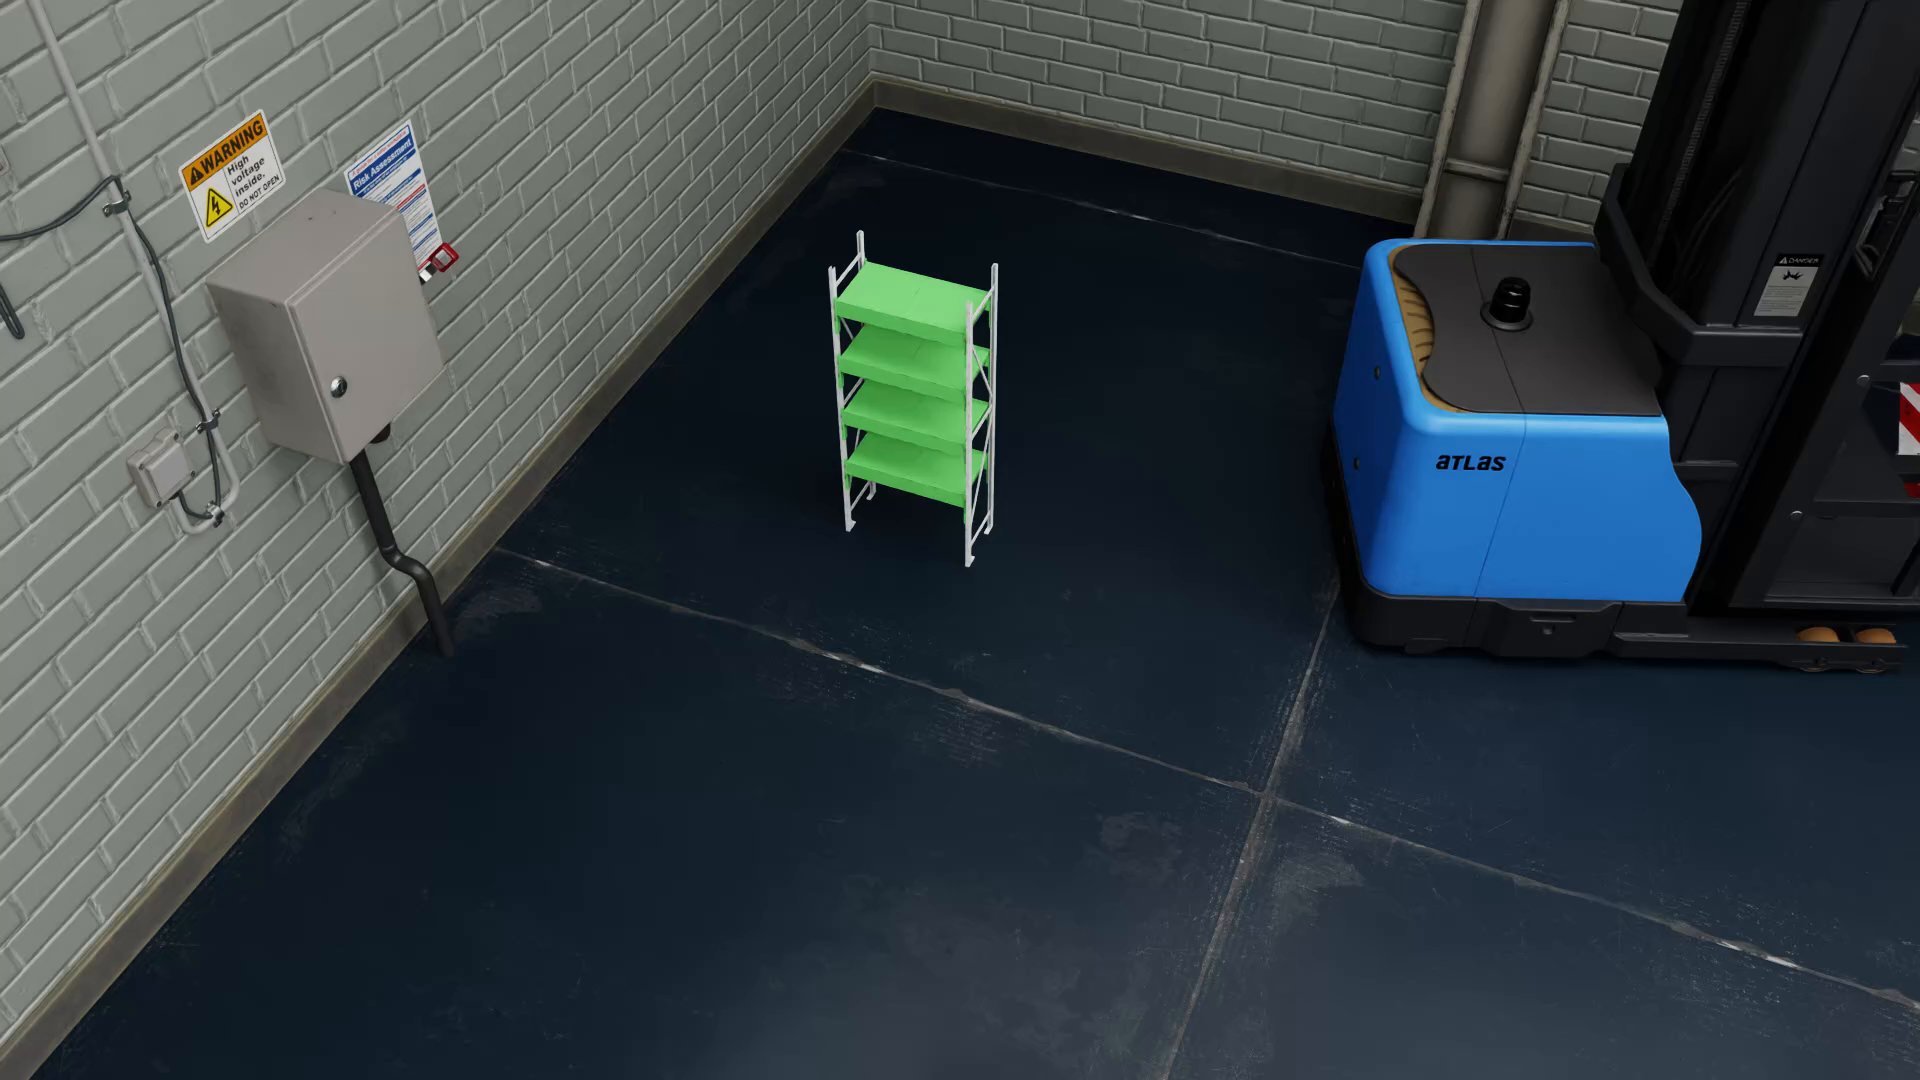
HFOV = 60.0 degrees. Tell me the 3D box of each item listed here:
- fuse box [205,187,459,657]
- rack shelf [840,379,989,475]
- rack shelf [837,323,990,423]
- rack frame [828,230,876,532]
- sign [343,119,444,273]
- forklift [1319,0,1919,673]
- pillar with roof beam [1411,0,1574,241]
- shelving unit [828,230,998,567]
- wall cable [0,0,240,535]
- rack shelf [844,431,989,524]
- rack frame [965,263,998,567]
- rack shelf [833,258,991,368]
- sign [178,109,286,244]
[{"bbox_3d":[-1.768,-0.224,5.262,0.414,1.711,0.539,16,47,16],"label":"fuse box"},{"bbox_3d":[-0.153,-0.425,5.917,0.480,0.148,0.258,16,47,16],"label":"rack shelf"},{"bbox_3d":[-0.153,-0.595,5.748,0.480,0.148,0.258,16,47,16],"label":"rack shelf"},{"bbox_3d":[-0.378,-0.537,5.939,0.015,1.200,0.240,16,47,16],"label":"rack frame"},{"bbox_3d":[-1.769,-1.025,5.221,0.001,0.494,0.329,16,47,16],"label":"sign"},{"bbox_3d":[2.895,-0.960,5.136,3.031,2.935,1.130,1,45,1],"label":"forklift"},{"bbox_3d":[0.611,-1.712,1.591,0.400,9.000,9.100,16,47,16],"label":"pillar with roof beam"},{"bbox_3d":[-0.153,-0.470,5.872,0.503,1.200,0.258,16,47,16],"label":"shelving unit"},{"bbox_3d":[-2.176,-0.640,4.046,0.122,1.984,0.588,16,47,16],"label":"wall cable"},{"bbox_3d":[-0.153,-0.255,6.086,0.480,0.148,0.258,16,47,16],"label":"rack shelf"},{"bbox_3d":[0.072,-0.404,5.805,0.015,1.200,0.240,16,47,16],"label":"rack frame"},{"bbox_3d":[-0.153,-0.765,5.578,0.480,0.148,0.258,16,47,16],"label":"rack shelf"},{"bbox_3d":[-1.980,-0.994,4.537,0.001,0.242,0.339,16,47,16],"label":"sign"}]
